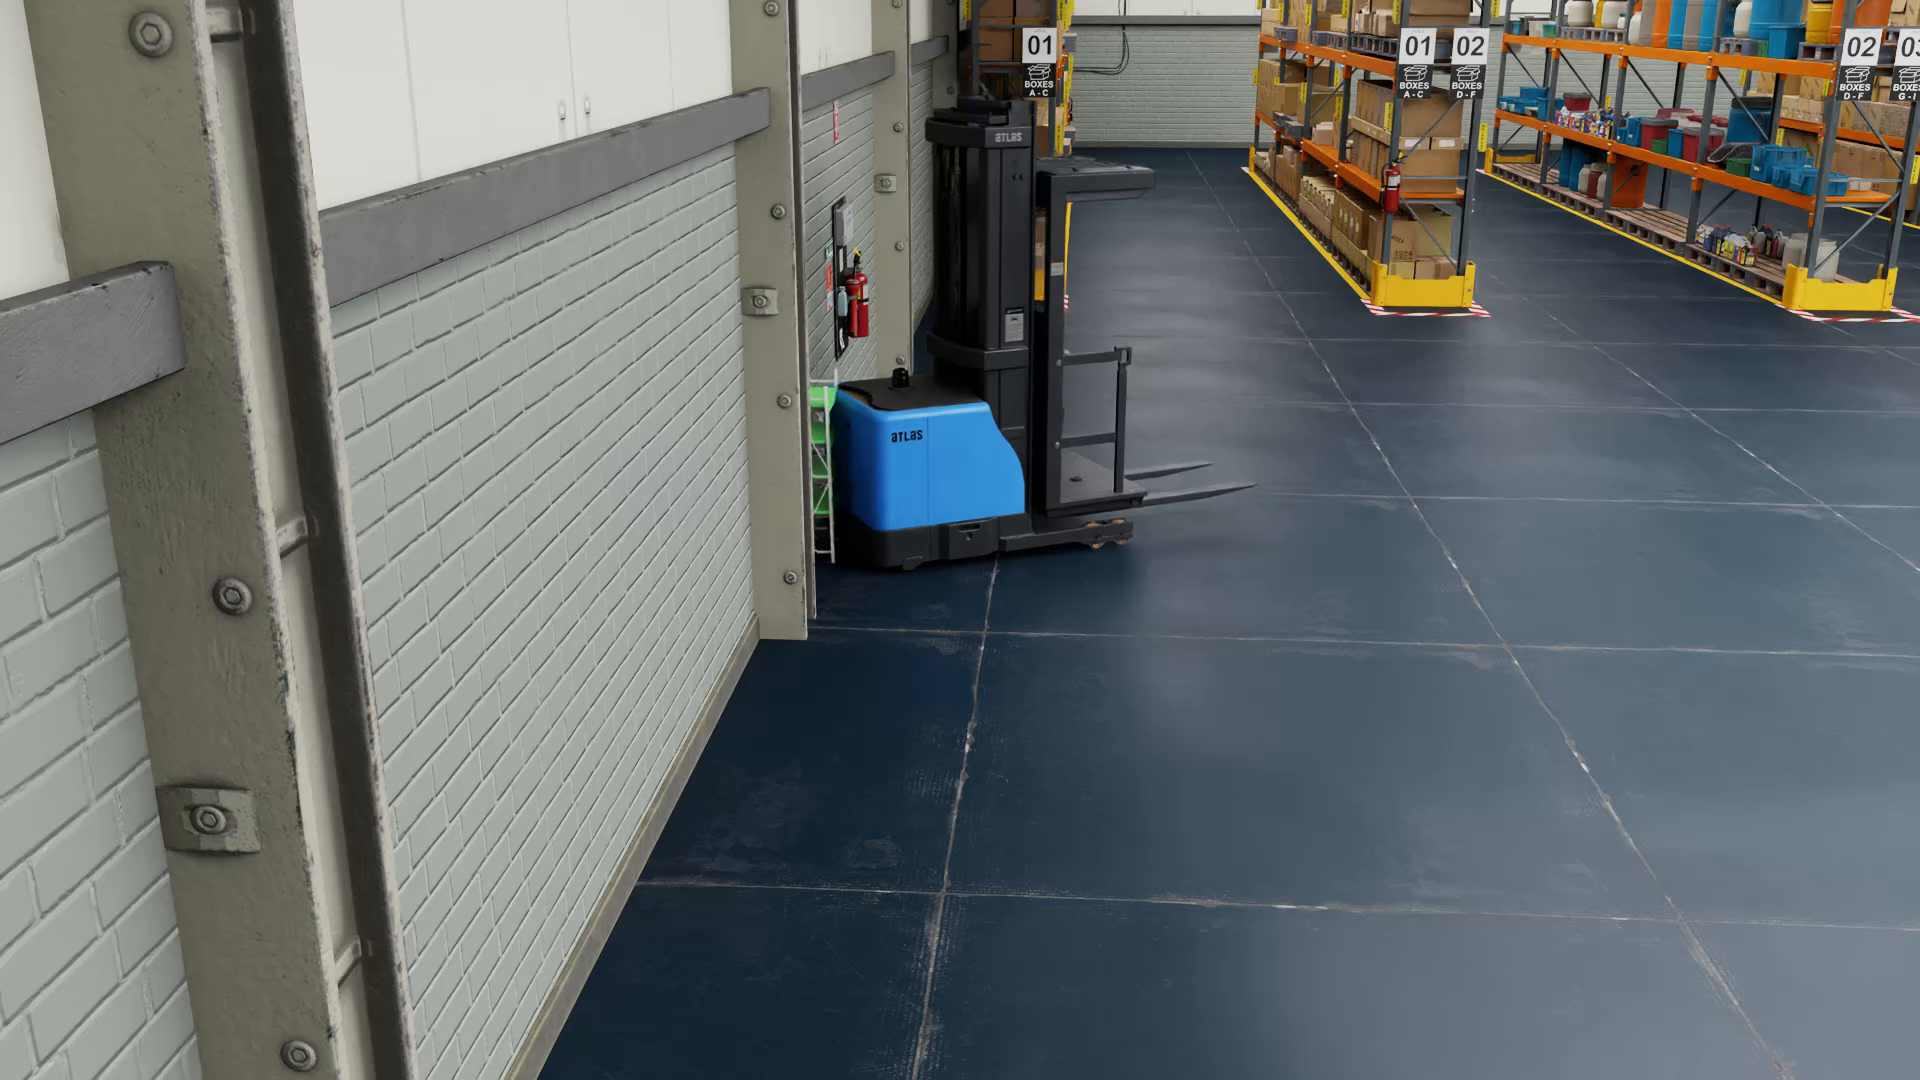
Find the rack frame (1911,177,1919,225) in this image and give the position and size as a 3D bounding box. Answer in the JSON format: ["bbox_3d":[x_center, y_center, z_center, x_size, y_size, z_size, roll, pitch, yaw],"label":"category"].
[{"bbox_3d":[16.034,-6.554,26.607,1.000,3.000,0.127,1,18,4],"label":"rack frame"}]

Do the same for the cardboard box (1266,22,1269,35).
[{"bbox_3d":[6.353,-10.151,33.008,0.500,0.250,0.500,1,18,4],"label":"cardboard box"}]

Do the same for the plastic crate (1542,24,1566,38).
[{"bbox_3d":[11.127,-9.543,31.180,0.416,0.233,0.300,1,18,4],"label":"plastic crate"}]

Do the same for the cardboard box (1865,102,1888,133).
[{"bbox_3d":[15.935,-7.234,28.523,0.500,0.500,0.500,2,18,5],"label":"cardboard box"}]

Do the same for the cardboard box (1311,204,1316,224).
[{"bbox_3d":[5.719,-5.036,25.717,0.500,0.250,0.500,2,18,5],"label":"cardboard box"}]

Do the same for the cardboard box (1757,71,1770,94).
[{"bbox_3d":[16.268,-9.167,33.140,0.500,0.500,0.500,1,18,3],"label":"cardboard box"}]

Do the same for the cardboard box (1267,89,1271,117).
[{"bbox_3d":[6.290,-8.547,32.529,0.500,0.500,0.500,2,18,5],"label":"cardboard box"}]

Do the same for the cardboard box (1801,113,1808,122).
[{"bbox_3d":[16.052,-7.939,31.237,0.380,0.149,0.250,1,18,3],"label":"cardboard box"}]

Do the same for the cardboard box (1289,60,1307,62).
[{"bbox_3d":[6.934,-9.482,33.778,0.500,0.500,0.500,2,18,5],"label":"cardboard box"}]

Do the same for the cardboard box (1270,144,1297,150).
[{"bbox_3d":[6.570,-7.625,33.179,0.797,0.503,0.637,1,18,4],"label":"cardboard box"}]

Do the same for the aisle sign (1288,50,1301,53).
[{"bbox_3d":[7.037,-10.511,34.508,0.394,0.787,0.004,1,18,4],"label":"aisle sign"}]

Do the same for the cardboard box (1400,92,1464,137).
[{"bbox_3d":[5.630,-5.117,19.977,0.700,0.500,0.500,1,18,4],"label":"cardboard box"}]

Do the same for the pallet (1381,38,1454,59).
[{"bbox_3d":[5.656,-5.894,19.918,1.003,0.211,1.213,1,18,4],"label":"pallet"}]

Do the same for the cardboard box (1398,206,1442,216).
[{"bbox_3d":[5.897,-4.013,21.391,0.500,0.500,0.500,1,18,4],"label":"cardboard box"}]

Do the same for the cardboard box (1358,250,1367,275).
[{"bbox_3d":[5.347,-3.513,21.069,0.500,0.250,0.500,1,18,4],"label":"cardboard box"}]

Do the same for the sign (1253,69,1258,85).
[{"bbox_3d":[6.186,-9.684,34.771,0.100,0.325,0.005,1,18,4],"label":"sign"}]

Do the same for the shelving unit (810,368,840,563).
[{"bbox_3d":[-0.940,-0.490,11.006,0.258,1.200,0.503,0,19,4],"label":"shelving unit"}]

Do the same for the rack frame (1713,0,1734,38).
[{"bbox_3d":[10.807,-8.273,22.219,1.000,3.000,0.127,1,18,4],"label":"rack frame"}]

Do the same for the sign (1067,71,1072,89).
[{"bbox_3d":[2.041,-8.632,31.215,0.100,0.325,0.005,1,18,4],"label":"sign"}]

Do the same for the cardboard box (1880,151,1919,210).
[{"bbox_3d":[16.104,-5.958,27.526,1.225,0.875,0.875,0,18,1],"label":"cardboard box"}]

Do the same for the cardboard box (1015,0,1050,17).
[{"bbox_3d":[0.908,-6.473,19.744,0.500,0.500,0.500,0,18,0],"label":"cardboard box"}]

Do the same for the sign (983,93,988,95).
[{"bbox_3d":[0.371,-6.205,23.683,0.100,0.325,0.005,1,18,4],"label":"sign"}]

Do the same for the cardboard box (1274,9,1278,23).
[{"bbox_3d":[6.243,-9.923,31.509,0.500,0.250,0.500,1,18,4],"label":"cardboard box"}]

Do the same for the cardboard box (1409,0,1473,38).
[{"bbox_3d":[5.625,-6.211,19.677,0.797,0.503,0.637,3,18,8],"label":"cardboard box"}]

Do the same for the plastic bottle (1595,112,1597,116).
[{"bbox_3d":[11.675,-7.718,30.360,0.152,0.276,0.135,1,18,4],"label":"plastic bottle"}]

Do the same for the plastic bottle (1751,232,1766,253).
[{"bbox_3d":[10.885,-4.066,22.683,0.152,0.276,0.135,1,18,4],"label":"plastic bottle"}]

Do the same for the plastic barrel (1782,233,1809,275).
[{"bbox_3d":[10.527,-3.559,20.788,0.421,0.512,0.421,0,18,0],"label":"plastic barrel"}]

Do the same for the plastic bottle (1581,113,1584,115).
[{"bbox_3d":[11.053,-7.422,29.455,0.152,0.276,0.135,1,18,4],"label":"plastic bottle"}]

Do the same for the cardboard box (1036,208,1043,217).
[{"bbox_3d":[0.891,-4.341,23.163,0.500,0.500,0.500,0,18,0],"label":"cardboard box"}]

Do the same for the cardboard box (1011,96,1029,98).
[{"bbox_3d":[1.175,-6.822,26.558,0.700,0.500,0.500,0,18,-1],"label":"cardboard box"}]

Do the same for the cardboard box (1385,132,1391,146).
[{"bbox_3d":[5.453,-4.931,20.452,0.380,0.149,0.250,1,18,3],"label":"cardboard box"}]

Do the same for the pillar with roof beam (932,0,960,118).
[{"bbox_3d":[4.120,-7.393,19.532,9.100,9.000,0.400,1,18,4],"label":"pillar with roof beam"}]

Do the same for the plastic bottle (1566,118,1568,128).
[{"bbox_3d":[10.891,-7.468,29.715,0.097,0.201,0.097,0,18,0],"label":"plastic bottle"}]

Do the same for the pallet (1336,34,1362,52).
[{"bbox_3d":[5.917,-7.143,23.894,0.805,0.209,1.217,1,18,2],"label":"pallet"}]

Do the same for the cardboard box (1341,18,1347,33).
[{"bbox_3d":[6.105,-7.847,25.303,0.500,0.250,0.500,1,18,3],"label":"cardboard box"}]

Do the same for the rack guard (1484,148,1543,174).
[{"bbox_3d":[11.656,-7.969,34.941,1.175,0.500,0.348,1,18,4],"label":"rack guard"}]

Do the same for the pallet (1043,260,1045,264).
[{"bbox_3d":[0.828,-3.729,22.464,1.003,0.211,1.213,1,18,4],"label":"pallet"}]

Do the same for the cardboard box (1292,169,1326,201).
[{"bbox_3d":[5.986,-6.093,28.509,0.500,0.500,0.500,2,18,6],"label":"cardboard box"}]

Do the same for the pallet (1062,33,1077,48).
[{"bbox_3d":[1.147,-7.491,24.952,1.213,0.211,1.003,1,18,4],"label":"pallet"}]

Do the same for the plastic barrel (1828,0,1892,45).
[{"bbox_3d":[10.428,-6.163,19.232,0.600,0.830,0.708,1,18,4],"label":"plastic barrel"}]

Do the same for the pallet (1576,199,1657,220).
[{"bbox_3d":[11.109,-5.585,28.129,1.003,0.211,1.213,1,18,4],"label":"pallet"}]

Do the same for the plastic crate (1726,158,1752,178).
[{"bbox_3d":[10.428,-4.906,21.919,0.450,0.188,0.662,1,18,4],"label":"plastic crate"}]

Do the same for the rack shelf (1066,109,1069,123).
[{"bbox_3d":[1.642,-8.407,33.419,1.077,0.370,4.000,1,18,4],"label":"rack shelf"}]

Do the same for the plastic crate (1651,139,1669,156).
[{"bbox_3d":[10.650,-5.869,24.856,0.450,0.188,0.662,1,18,4],"label":"plastic crate"}]

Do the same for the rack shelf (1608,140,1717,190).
[{"bbox_3d":[10.950,-5.702,25.161,1.077,0.370,4.000,1,18,4],"label":"rack shelf"}]

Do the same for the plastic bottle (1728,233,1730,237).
[{"bbox_3d":[10.445,-4.046,22.627,0.097,0.271,0.097,0,18,0],"label":"plastic bottle"}]

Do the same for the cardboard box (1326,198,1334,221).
[{"bbox_3d":[5.610,-4.826,24.173,0.500,0.311,0.500,1,18,4],"label":"cardboard box"}]

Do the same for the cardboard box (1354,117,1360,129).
[{"bbox_3d":[5.636,-5.733,22.899,0.380,0.149,0.250,2,18,5],"label":"cardboard box"}]

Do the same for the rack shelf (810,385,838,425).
[{"bbox_3d":[-0.947,-0.883,10.870,0.258,0.148,0.480,0,19,4],"label":"rack shelf"}]

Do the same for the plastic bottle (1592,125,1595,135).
[{"bbox_3d":[10.775,-6.964,28.177,0.097,0.201,0.097,0,18,0],"label":"plastic bottle"}]

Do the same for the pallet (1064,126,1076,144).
[{"bbox_3d":[1.267,-6.571,26.967,1.213,0.211,1.003,1,18,4],"label":"pallet"}]

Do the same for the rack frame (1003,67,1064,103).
[{"bbox_3d":[1.212,-6.886,27.620,1.000,3.000,0.127,1,18,4],"label":"rack frame"}]

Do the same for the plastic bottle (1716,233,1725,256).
[{"bbox_3d":[10.268,-3.990,22.439,0.061,0.283,0.133,2,18,6],"label":"plastic bottle"}]

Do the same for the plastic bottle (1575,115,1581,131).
[{"bbox_3d":[10.849,-7.315,29.138,0.097,0.271,0.097,0,18,0],"label":"plastic bottle"}]

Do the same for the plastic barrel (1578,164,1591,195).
[{"bbox_3d":[11.144,-6.362,29.343,0.421,0.512,0.421,0,18,0],"label":"plastic barrel"}]

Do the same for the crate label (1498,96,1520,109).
[{"bbox_3d":[11.321,-9.029,34.333,0.416,0.233,0.303,1,18,4],"label":"crate label"}]

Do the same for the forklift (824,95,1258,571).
[{"bbox_3d":[0.627,-1.482,11.239,3.031,2.935,1.130,-8,20,-23],"label":"forklift"}]
